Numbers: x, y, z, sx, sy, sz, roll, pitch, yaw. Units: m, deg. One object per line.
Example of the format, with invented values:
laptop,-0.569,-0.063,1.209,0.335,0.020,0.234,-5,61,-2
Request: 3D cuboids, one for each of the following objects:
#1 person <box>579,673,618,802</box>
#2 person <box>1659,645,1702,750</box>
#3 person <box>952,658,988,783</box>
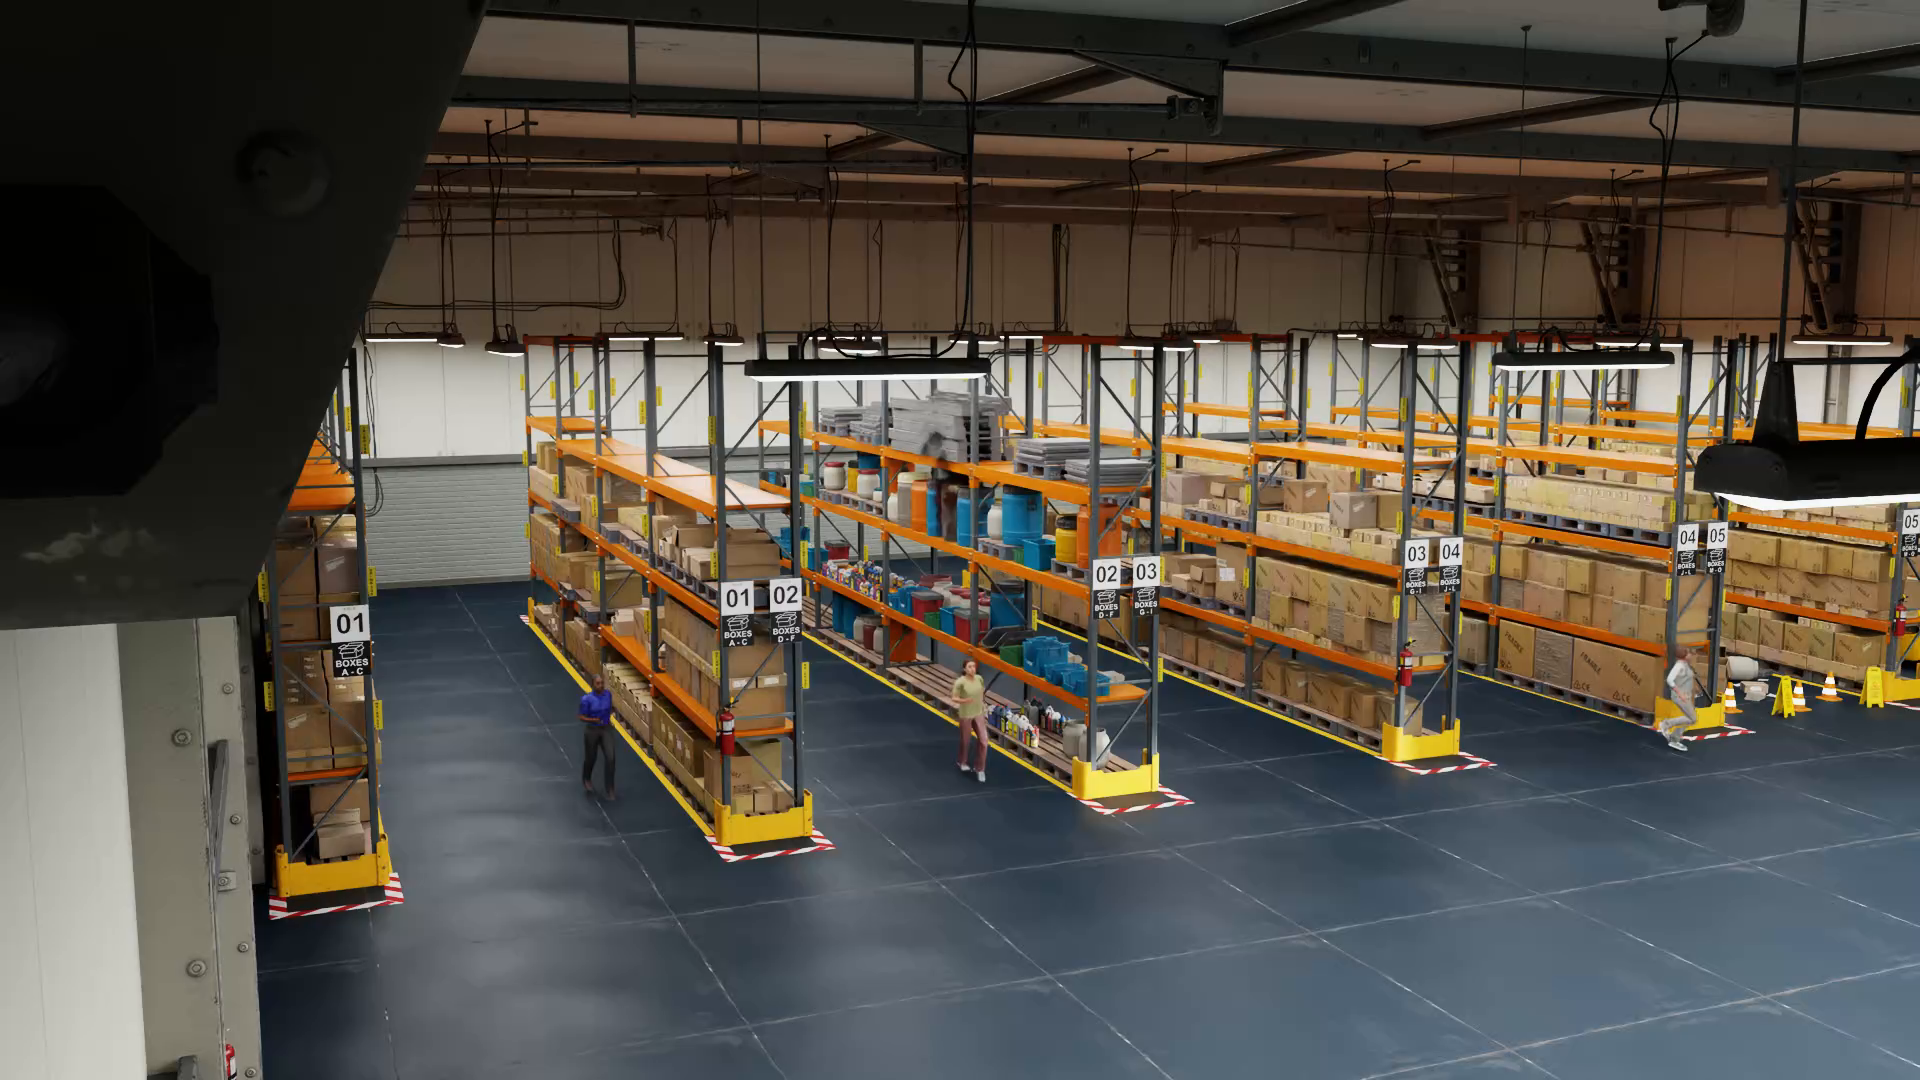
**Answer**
person,-4.810,2.599,22.056,0.535,1.708,0.843,-4,9,-30
person,10.633,2.324,24.517,0.542,1.560,0.544,5,9,32
person,0.130,2.466,22.964,0.559,1.725,0.738,-3,8,-20
